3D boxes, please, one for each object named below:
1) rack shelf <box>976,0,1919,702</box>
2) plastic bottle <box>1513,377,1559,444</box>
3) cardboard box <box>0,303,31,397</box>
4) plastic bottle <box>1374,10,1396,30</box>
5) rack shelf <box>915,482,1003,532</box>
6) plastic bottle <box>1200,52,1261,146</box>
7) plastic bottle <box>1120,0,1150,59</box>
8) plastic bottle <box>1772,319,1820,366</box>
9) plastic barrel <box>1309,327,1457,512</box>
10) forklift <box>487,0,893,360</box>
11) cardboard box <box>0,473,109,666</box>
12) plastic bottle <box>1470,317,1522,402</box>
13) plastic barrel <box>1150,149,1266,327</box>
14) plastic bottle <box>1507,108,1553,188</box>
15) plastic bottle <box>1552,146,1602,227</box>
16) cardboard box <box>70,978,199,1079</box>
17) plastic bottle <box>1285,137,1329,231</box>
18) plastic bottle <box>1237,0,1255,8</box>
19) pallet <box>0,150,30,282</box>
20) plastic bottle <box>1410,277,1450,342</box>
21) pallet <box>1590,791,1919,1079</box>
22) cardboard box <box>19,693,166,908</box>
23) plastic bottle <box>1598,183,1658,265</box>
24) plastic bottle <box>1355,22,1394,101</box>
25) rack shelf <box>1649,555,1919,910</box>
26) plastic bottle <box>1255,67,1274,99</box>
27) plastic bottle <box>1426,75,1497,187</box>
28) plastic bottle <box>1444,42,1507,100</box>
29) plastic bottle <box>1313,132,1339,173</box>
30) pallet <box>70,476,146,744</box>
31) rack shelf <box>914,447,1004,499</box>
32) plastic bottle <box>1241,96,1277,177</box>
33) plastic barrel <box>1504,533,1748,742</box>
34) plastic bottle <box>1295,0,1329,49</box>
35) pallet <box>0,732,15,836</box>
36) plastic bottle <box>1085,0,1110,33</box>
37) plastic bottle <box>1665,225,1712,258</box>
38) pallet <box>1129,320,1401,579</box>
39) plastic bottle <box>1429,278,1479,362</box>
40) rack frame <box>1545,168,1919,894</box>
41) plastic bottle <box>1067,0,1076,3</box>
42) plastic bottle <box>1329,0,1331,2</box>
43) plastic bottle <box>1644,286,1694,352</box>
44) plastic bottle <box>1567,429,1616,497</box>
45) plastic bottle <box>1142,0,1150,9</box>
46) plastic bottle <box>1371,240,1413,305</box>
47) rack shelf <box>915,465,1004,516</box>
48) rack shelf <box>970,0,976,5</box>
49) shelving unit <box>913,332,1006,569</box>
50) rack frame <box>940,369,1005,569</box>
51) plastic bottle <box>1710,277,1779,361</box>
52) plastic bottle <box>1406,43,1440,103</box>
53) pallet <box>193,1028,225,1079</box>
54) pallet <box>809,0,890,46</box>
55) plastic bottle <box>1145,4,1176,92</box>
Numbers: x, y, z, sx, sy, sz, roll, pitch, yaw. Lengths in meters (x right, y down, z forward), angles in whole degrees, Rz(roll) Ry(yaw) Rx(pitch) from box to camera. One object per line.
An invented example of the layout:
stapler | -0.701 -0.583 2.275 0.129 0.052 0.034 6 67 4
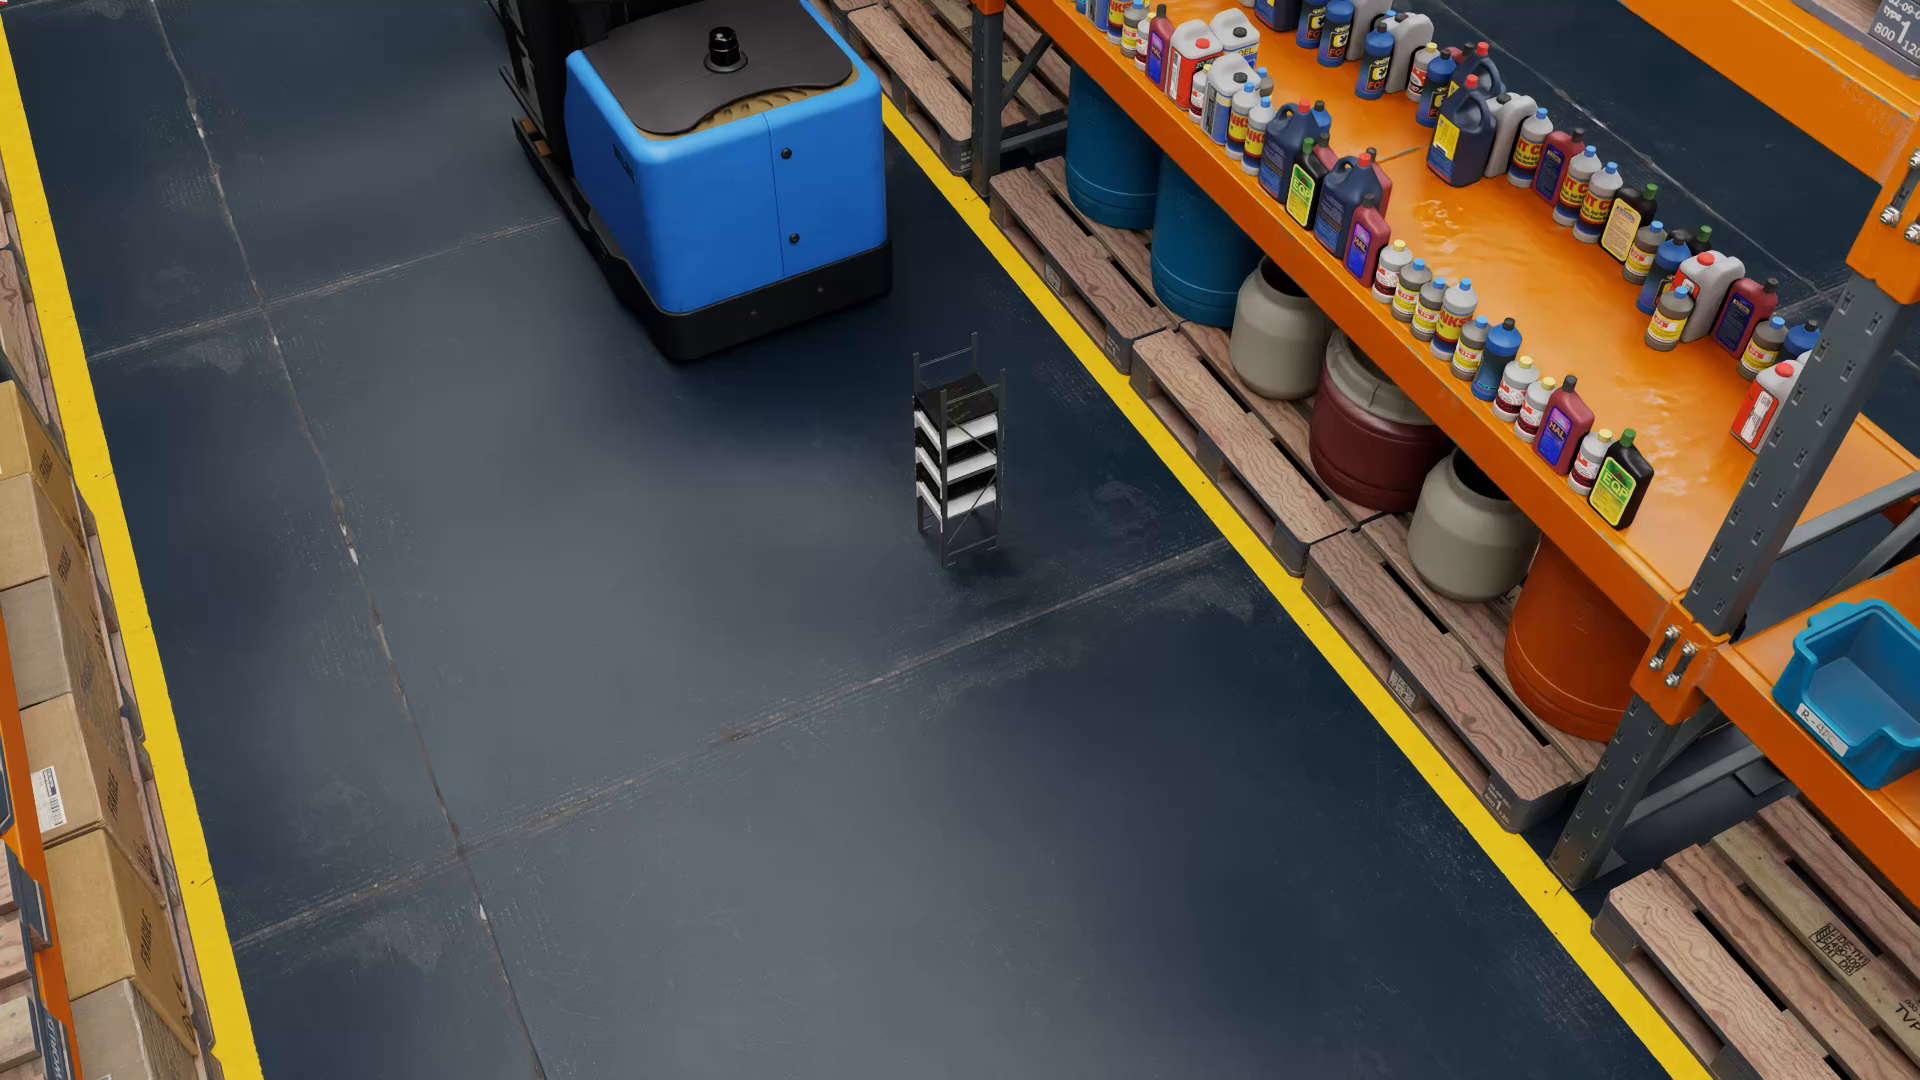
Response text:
rack shelf | 1.437 -1.183 5.770 1.077 0.370 4.000 -21 52 -18
plastic bottle | 1.645 -0.377 4.719 0.097 0.201 0.097 0 49 0
cardboard box | -3.884 -0.670 6.337 0.500 0.311 0.500 -21 52 -18
plastic bottle | 1.526 -1.800 5.964 0.097 0.201 0.097 0 49 0
rack shelf | -0.004 -0.161 6.077 0.258 0.077 0.200 -21 52 -18
plastic bottle | 0.925 -1.501 5.653 0.152 0.276 0.135 -21 52 -18
plastic bottle | 0.635 -1.855 6.011 0.097 0.201 0.097 0 49 0
plastic bottle | 2.413 -0.527 4.803 0.097 0.271 0.097 0 49 0
plastic barrel | 1.596 -0.503 6.020 0.600 0.588 0.708 -21 52 -18
forklift | -1.438 -2.812 6.763 1.130 2.935 3.031 -22 53 -18
cardboard box | -3.185 0.189 5.460 0.500 0.500 0.500 -21 52 -17
plastic bottle | 1.556 -0.531 4.807 0.097 0.271 0.097 0 49 0
plastic barrel | 1.079 -1.362 6.563 0.600 0.901 0.708 -21 52 -18
plastic bottle | 1.884 -1.300 5.479 0.097 0.271 0.097 0 49 0
plastic bottle | 1.990 -1.145 5.344 0.097 0.271 0.097 0 49 0
cardboard box | -2.253 1.549 4.271 0.500 0.500 0.500 -23 53 -19
plastic bottle | 1.119 -1.144 5.336 0.061 0.283 0.133 -21 52 -18
plastic bottle | 1.105 -2.190 6.205 0.144 0.351 0.185 -21 52 -18
pallet | -4.760 -1.414 7.347 1.003 0.211 1.213 -21 52 -18
plastic bottle | 1.423 -0.703 5.004 0.097 0.201 0.097 0 49 0
pallet | 2.672 1.369 4.913 1.003 0.211 1.213 -21 52 -18
cardboard box | -2.721 0.864 4.870 0.500 0.500 0.500 -23 53 -19
plastic bottle | 2.103 -1.013 5.221 0.061 0.283 0.133 -21 52 -18
plastic bottle | 1.453 -1.681 5.813 0.097 0.271 0.097 0 49 0
rack shelf | 3.267 1.494 3.428 1.077 0.370 4.000 -21 52 -18
plastic bottle | 1.027 -1.532 5.729 0.097 0.201 0.097 0 49 0
plastic bottle | 1.664 -1.360 5.479 0.144 0.351 0.185 -21 52 -18
plastic bottle | 1.737 -1.502 5.604 0.144 0.351 0.185 -21 52 -18
plastic bottle | 1.173 -1.165 5.354 0.061 0.283 0.133 -21 52 -18
pallet | -3.479 0.395 5.764 1.003 0.211 1.213 -21 52 -18
rack shelf | -0.004 -0.280 5.941 0.258 0.077 0.200 -21 52 -18
plastic bottle | 0.998 -1.348 5.521 0.097 0.271 0.097 0 49 0
plastic barrel | 2.113 0.174 5.268 0.600 0.830 0.708 -21 52 -18
plastic bottle | 1.285 -1.926 6.027 0.097 0.271 0.097 0 49 0
pallet | -2.948 0.386 4.047 1.003 0.211 1.213 -21 52 -18
plastic bottle | 0.562 -2.031 6.116 0.152 0.276 0.135 -21 52 -18
plastic bottle | 2.209 -0.859 5.086 0.061 0.283 0.133 -21 52 -18
pallet | 1.400 -0.492 6.540 1.003 0.211 1.213 -21 52 -18
plastic bottle | 1.467 -0.661 4.921 0.097 0.271 0.097 0 49 0
rack frame | 2.352 -0.081 4.328 1.000 3.000 0.127 -21 52 -18
plastic bottle | 0.440 -2.140 6.261 0.097 0.201 0.097 0 49 0
plastic bottle | 1.387 -1.983 6.074 0.152 0.276 0.135 -21 52 -18
plastic bottle | 2.127 -0.671 4.976 0.097 0.201 0.097 0 49 0
plastic bottle | 1.751 -0.223 4.584 0.097 0.201 0.097 0 49 0
plastic bottle | 0.665 -2.062 6.193 0.097 0.201 0.097 0 49 0
plastic bottle | 1.334 -0.833 5.118 0.097 0.201 0.097 0 49 0
rack shelf | -0.004 -0.221 6.009 0.258 0.077 0.200 -21 52 -18
rack shelf | -0.394 -3.860 8.111 1.077 0.370 4.000 -21 52 -18
shelving unit | -0.004 -0.302 5.916 0.258 0.900 0.210 -21 52 -18
rack frame | 0.043 -0.234 5.857 0.240 0.900 0.006 -21 52 -18
plastic bottle | 2.332 -0.679 4.929 0.061 0.283 0.133 -21 52 -18
plastic bottle | 1.632 -1.645 5.828 0.097 0.201 0.097 0 49 0
pallet | -2.362 2.028 4.336 1.003 0.211 1.213 -21 52 -18
pallet | -0.412 -3.137 8.853 1.003 0.211 1.213 -21 52 -18
plastic bottle | 0.716 -1.733 5.850 0.061 0.283 0.133 -21 52 -18
